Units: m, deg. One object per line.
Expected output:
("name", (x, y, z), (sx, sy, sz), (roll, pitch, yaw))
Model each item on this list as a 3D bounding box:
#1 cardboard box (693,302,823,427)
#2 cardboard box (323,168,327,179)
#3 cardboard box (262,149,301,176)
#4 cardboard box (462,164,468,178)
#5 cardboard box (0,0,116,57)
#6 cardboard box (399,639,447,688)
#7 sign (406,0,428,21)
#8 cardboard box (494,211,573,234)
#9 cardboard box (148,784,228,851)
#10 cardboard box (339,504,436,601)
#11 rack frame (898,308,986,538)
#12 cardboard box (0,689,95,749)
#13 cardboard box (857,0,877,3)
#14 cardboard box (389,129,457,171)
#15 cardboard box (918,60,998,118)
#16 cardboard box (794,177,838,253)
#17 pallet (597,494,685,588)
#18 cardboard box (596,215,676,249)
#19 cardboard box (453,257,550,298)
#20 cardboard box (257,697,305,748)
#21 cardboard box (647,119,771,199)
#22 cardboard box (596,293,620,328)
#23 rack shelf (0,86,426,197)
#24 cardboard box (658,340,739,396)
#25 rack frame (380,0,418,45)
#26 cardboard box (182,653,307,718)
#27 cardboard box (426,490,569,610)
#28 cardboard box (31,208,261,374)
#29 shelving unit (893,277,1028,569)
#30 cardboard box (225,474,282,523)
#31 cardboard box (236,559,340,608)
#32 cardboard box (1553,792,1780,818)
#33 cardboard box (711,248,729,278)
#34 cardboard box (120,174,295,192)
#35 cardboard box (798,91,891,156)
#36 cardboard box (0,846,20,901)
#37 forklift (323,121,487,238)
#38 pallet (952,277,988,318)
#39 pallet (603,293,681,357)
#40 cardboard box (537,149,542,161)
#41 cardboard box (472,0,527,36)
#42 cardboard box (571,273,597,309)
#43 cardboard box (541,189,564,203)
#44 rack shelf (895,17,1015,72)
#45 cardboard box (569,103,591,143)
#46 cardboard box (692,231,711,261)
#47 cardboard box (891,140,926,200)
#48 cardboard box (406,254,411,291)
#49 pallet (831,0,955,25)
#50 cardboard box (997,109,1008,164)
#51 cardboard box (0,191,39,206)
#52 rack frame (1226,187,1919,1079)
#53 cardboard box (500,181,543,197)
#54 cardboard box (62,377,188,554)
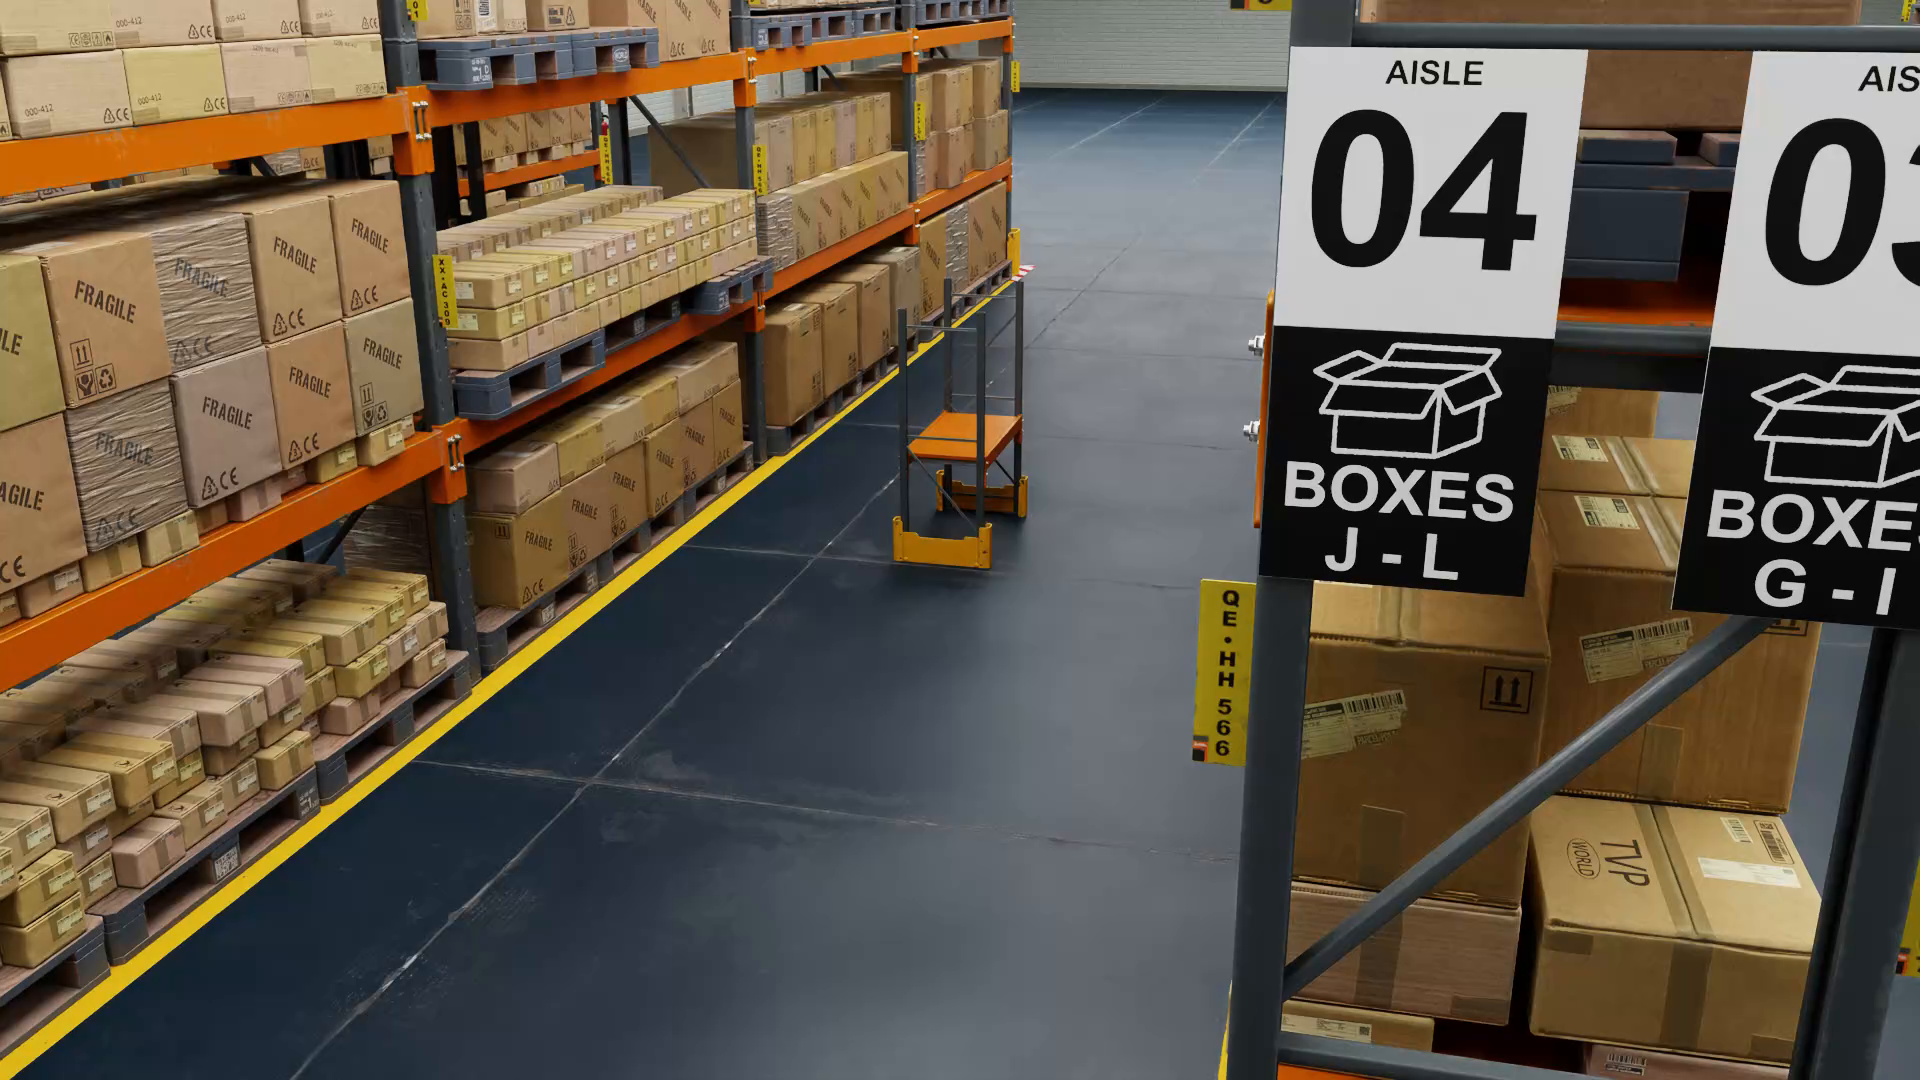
("cardboard box", (-1.632, -1.320, 12.241), (1.050, 0.750, 0.750), (4, 19, 13))
("cardboard box", (-5.742, -3.267, 14.849), (0.380, 0.149, 0.250), (5, 19, 14))
("cardboard box", (-5.984, -3.358, 14.113), (0.500, 0.500, 0.500), (4, 19, 11))
("cardboard box", (-5.186, -3.813, 17.099), (0.380, 0.149, 0.250), (5, 20, 15))
("cardboard box", (-3.079, -1.676, 5.273), (0.500, 0.250, 0.500), (4, 19, 11))
("cardboard box", (-2.610, 0.552, 7.691), (0.380, 0.149, 0.250), (5, 19, 14))
("sign", (-2.317, -2.372, 7.050), (0.100, 0.325, 0.005), (5, 19, 13))
("cardboard box", (-2.488, -1.822, 9.699), (0.380, 0.149, 0.250), (5, 20, 15))
("cardboard box", (-3.019, 1.031, 6.289), (0.380, 0.149, 0.250), (5, 19, 13))
("cardboard box", (-2.908, -0.016, 8.811), (0.500, 0.500, 0.500), (4, 19, 12))
("rack frame", (-0.103, -0.577, 9.557), (0.500, 1.500, 0.032), (5, 19, 13))
("cardboard box", (-3.537, 0.700, 6.338), (0.380, 0.149, 0.250), (5, 19, 14))
("cardboard box", (-0.979, -4.446, 13.350), (0.500, 0.250, 0.500), (4, 19, 13))
("cardboard box", (-5.337, -3.919, 16.405), (0.500, 0.500, 0.500), (5, 19, 13))
("cardboard box", (-0.086, -4.798, 17.692), (0.875, 0.550, 0.550), (5, 19, 13))
("cardboard box", (-1.251, -2.486, 12.671), (0.500, 0.500, 0.500), (5, 19, 13))
("pallet", (-2.360, -0.056, 10.026), (1.003, 0.211, 1.213), (5, 19, 13))
("cardboard box", (-1.861, -1.768, 9.542), (0.380, 0.149, 0.250), (6, 20, 16))
("cardboard box", (-2.241, -1.285, 8.126), (0.380, 0.149, 0.250), (5, 20, 15))
("cardboard box", (-2.916, 0.709, 6.772), (0.380, 0.149, 0.250), (5, 20, 15))
("cardboard box", (-1.748, -2.662, 11.640), (0.700, 0.500, 0.500), (5, 19, 13))
("cardboard box", (-2.052, -1.239, 8.913), (0.380, 0.149, 0.250), (4, 19, 11))
("rack shelf", (-3.334, -1.200, 5.533), (1.077, 0.370, 4.000), (5, 19, 13))
("cardboard box", (-1.780, -1.137, 10.934), (0.500, 0.250, 0.500), (4, 19, 12))
("rack frame", (-2.845, -3.587, 6.767), (1.000, 3.000, 0.127), (5, 19, 13))
("cardboard box", (-2.873, 0.582, 6.684), (0.380, 0.149, 0.250), (4, 19, 11))
("cardboard box", (-2.407, 0.025, 8.690), (0.500, 0.500, 0.500), (5, 20, 16))
("cardboard box", (-2.957, -0.919, 6.075), (0.500, 0.500, 0.500), (5, 20, 15))
("shelving unit", (0.019, -0.734, 10.015), (0.587, 1.500, 1.083), (5, 19, 13))
("cardboard box", (-2.892, -0.186, 6.481), (0.380, 0.149, 0.250), (4, 19, 11))
("cardboard box", (-3.130, 0.212, 7.766), (0.380, 0.149, 0.250), (5, 20, 16))
("cardboard box", (1.462, 0.567, 3.660), (0.500, 0.250, 0.500), (4, 19, 13))
("cardboard box", (-1.667, -1.732, 10.358), (0.380, 0.149, 0.250), (5, 19, 14))
("cardboard box", (-3.191, -1.287, 7.154), (0.500, 0.500, 0.500), (5, 20, 15))
("cardboard box", (-1.006, -3.620, 14.444), (0.700, 0.500, 0.500), (4, 19, 12))
("cardboard box", (-3.228, 1.072, 5.248), (0.380, 0.149, 0.250), (5, 19, 13))
("forklift", (-3.927, -2.341, 12.507), (1.130, 2.935, 3.031), (5, 19, 14))
("pallet", (-0.333, -2.552, 17.332), (1.003, 0.211, 1.213), (5, 19, 13))
("pallet", (-2.312, -1.287, 9.613), (1.003, 0.211, 1.213), (5, 19, 13))
("cardboard box", (-4.892, -4.296, 18.514), (0.380, 0.149, 0.250), (5, 19, 14))
("cardboard box", (-2.426, -2.583, 7.958), (0.500, 0.311, 0.500), (4, 19, 13))
("cardboard box", (-2.116, -1.300, 8.631), (0.380, 0.149, 0.250), (4, 19, 11))
("cardboard box", (-4.805, -3.685, 18.781), (0.500, 0.500, 0.500), (5, 20, 15))
("rack shelf", (-0.402, -4.961, 16.545), (1.077, 0.370, 4.000), (5, 19, 13))
("cardboard box", (-4.603, -4.865, 19.175), (0.500, 0.500, 0.500), (4, 19, 12))
("cardboard box", (-1.734, -1.787, 10.057), (0.380, 0.149, 0.250), (5, 19, 14))
("cardboard box", (-0.812, -3.443, 15.395), (0.875, 0.550, 0.550), (5, 19, 13))
("cardboard box", (-2.871, -1.335, 8.274), (0.380, 0.149, 0.250), (4, 19, 12))
("pallet", (-0.680, -4.889, 15.356), (1.003, 0.211, 1.213), (5, 19, 13))
("cardboard box", (0.040, -4.460, 18.374), (0.875, 0.550, 0.550), (5, 19, 13))
("cardboard box", (-6.682, -2.537, 11.274), (0.500, 0.500, 0.500), (5, 19, 14))
("rack frame", (0.963, 0.929, 2.827), (1.000, 3.000, 0.127), (5, 19, 13))
("cardboard box", (-4.836, -3.875, 18.332), (0.380, 0.149, 0.250), (6, 20, 16))
("cardboard box", (-3.088, -0.284, 5.763), (0.500, 0.500, 0.500), (4, 19, 12))
